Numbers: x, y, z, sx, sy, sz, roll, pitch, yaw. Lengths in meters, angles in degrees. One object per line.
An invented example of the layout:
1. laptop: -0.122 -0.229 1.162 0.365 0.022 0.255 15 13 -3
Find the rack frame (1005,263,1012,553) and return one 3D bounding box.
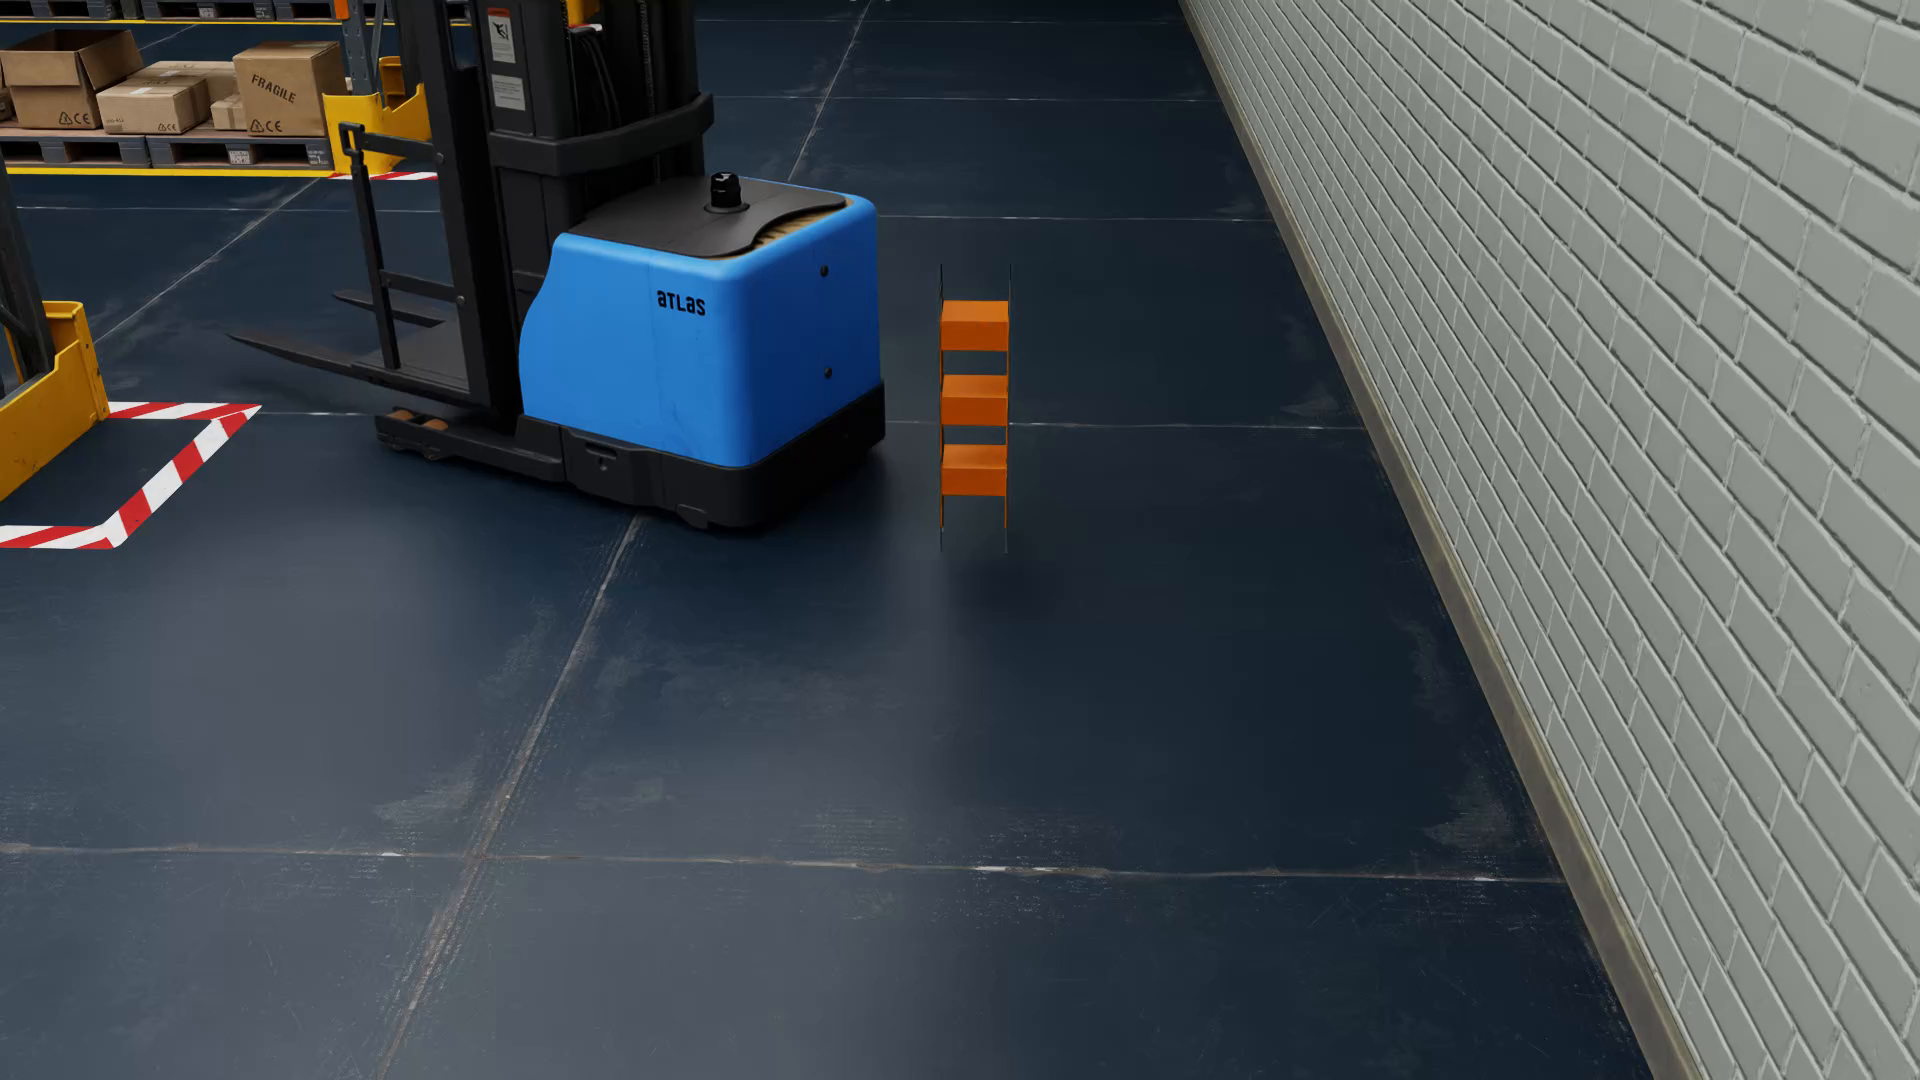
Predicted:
1. rack frame: 0.175 -0.461 5.999 0.008 1.050 0.200 1 28 2

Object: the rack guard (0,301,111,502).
1. rack guard: -3.914 -0.525 6.707 0.348 0.500 1.175 1 28 2

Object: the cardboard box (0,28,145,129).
1. cardboard box: -5.880 -3.072 11.037 0.637 0.503 0.797 1 28 2

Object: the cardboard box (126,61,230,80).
1. cardboard box: -5.293 -3.080 11.324 0.500 0.250 0.500 1 28 2

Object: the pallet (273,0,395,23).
1. pallet: -5.607 -5.027 15.508 1.213 0.211 1.003 1 28 2

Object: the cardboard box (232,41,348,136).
1. cardboard box: -4.312 -2.926 10.767 0.500 0.500 0.500 1 28 2

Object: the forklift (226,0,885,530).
1. forklift: -1.848 -1.822 6.559 3.031 2.935 1.130 15 31 26

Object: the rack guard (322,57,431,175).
1. rack guard: -3.836 -2.839 11.073 0.348 0.500 1.175 1 28 2

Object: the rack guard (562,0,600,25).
1. rack guard: -3.565 -5.157 15.444 0.348 0.500 1.175 1 28 2

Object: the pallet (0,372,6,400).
1. pallet: -4.761 -0.424 6.824 1.213 0.211 1.003 1 28 2

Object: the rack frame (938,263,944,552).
1. rack frame: -0.068 -0.465 6.006 0.008 1.050 0.200 1 28 2

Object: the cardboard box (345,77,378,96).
1. cardboard box: -4.166 -3.045 11.366 0.250 0.149 0.380 1 28 2

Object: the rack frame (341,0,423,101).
1. rack frame: -3.760 -3.943 10.485 0.127 3.000 1.000 1 28 2

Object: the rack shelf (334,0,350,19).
1. rack shelf: -5.759 -3.658 10.716 4.000 0.370 1.077 1 28 2

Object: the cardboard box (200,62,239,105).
1. cardboard box: -4.793 -3.072 11.309 0.500 0.250 0.500 1 28 2

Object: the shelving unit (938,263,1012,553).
1. shelving unit: 0.053 -0.463 6.002 0.252 1.050 0.215 1 28 2

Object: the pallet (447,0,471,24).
1. pallet: -4.391 -5.006 15.468 1.213 0.211 1.003 1 28 2

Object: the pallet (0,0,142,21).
1. pallet: -8.360 -5.073 15.594 1.213 0.211 1.003 1 28 2

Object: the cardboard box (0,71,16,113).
1. cardboard box: -6.429 -3.126 11.346 0.500 0.311 0.500 1 28 2

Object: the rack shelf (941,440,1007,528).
1. rack shelf: 0.053 -0.208 6.138 0.240 0.259 0.215 1 28 2

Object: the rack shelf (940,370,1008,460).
1. rack shelf: 0.053 -0.454 6.007 0.240 0.259 0.215 1 28 2

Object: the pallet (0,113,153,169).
1. pallet: -5.849 -2.746 11.205 1.213 0.211 1.003 1 28 2

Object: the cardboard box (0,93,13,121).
1. cardboard box: -6.481 -2.833 10.948 0.250 0.166 0.380 1 28 2

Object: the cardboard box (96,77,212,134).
1. cardboard box: -5.260 -2.846 10.881 0.500 0.250 0.500 1 28 2

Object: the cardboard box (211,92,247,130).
1. cardboard box: -4.714 -2.828 10.937 0.250 0.166 0.380 1 28 2

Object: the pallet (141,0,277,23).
1. pallet: -6.829 -5.046 15.544 1.213 0.211 1.003 1 28 2

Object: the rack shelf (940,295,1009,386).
1. rack shelf: 0.053 -0.704 5.874 0.240 0.259 0.215 1 28 2

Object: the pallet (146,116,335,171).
1. pallet: -4.633 -2.724 11.164 1.213 0.211 1.003 1 28 2

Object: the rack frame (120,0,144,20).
1. rack frame: -7.586 -6.327 14.984 0.127 3.000 1.000 1 28 2

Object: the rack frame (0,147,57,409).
1. rack frame: -3.939 -1.624 6.111 0.127 3.000 1.000 1 28 2
